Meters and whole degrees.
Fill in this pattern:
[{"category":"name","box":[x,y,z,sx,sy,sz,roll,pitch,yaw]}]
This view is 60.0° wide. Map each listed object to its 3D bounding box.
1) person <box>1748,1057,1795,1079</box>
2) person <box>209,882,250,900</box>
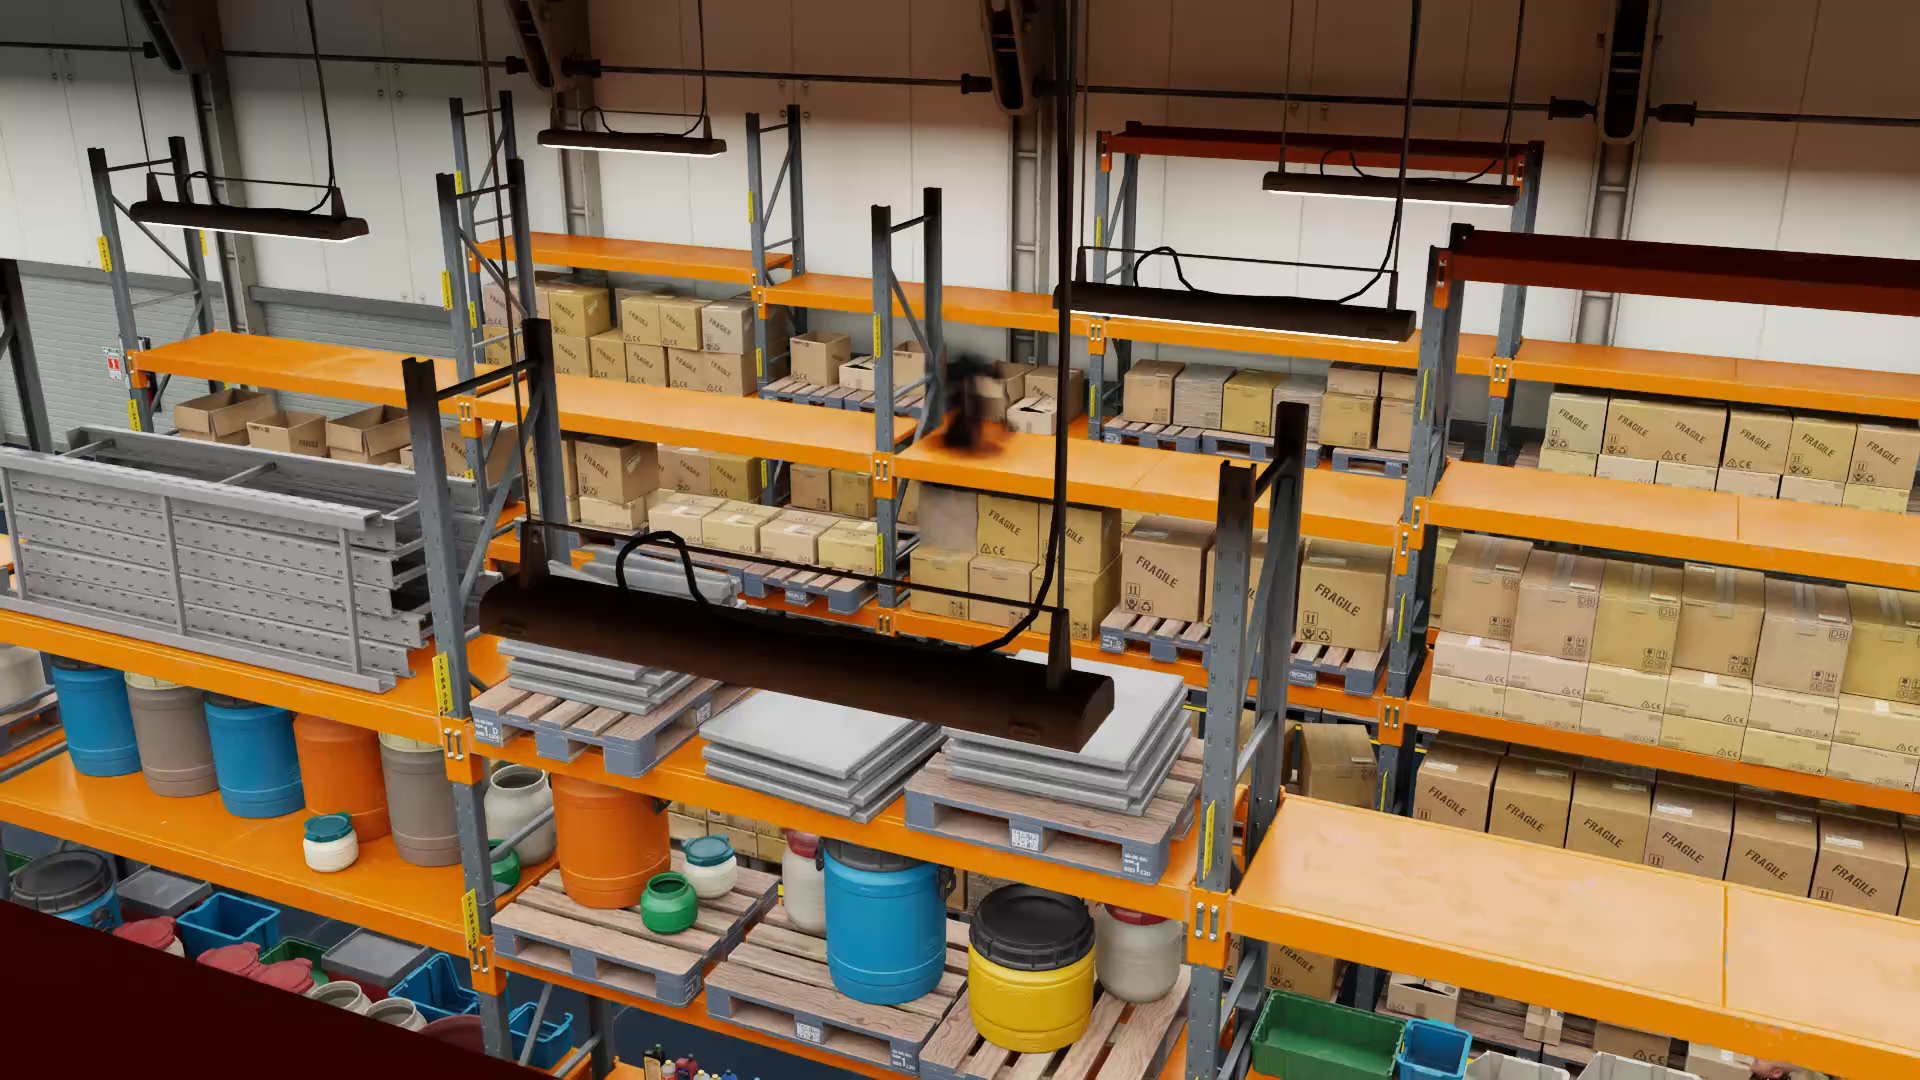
[{"category":"person","box":[4.898,3.808,10.230,0.595,1.666,0.639,5,21,13]},{"category":"person","box":[-5.863,2.598,13.290,0.582,1.721,0.688,8,22,21]}]
